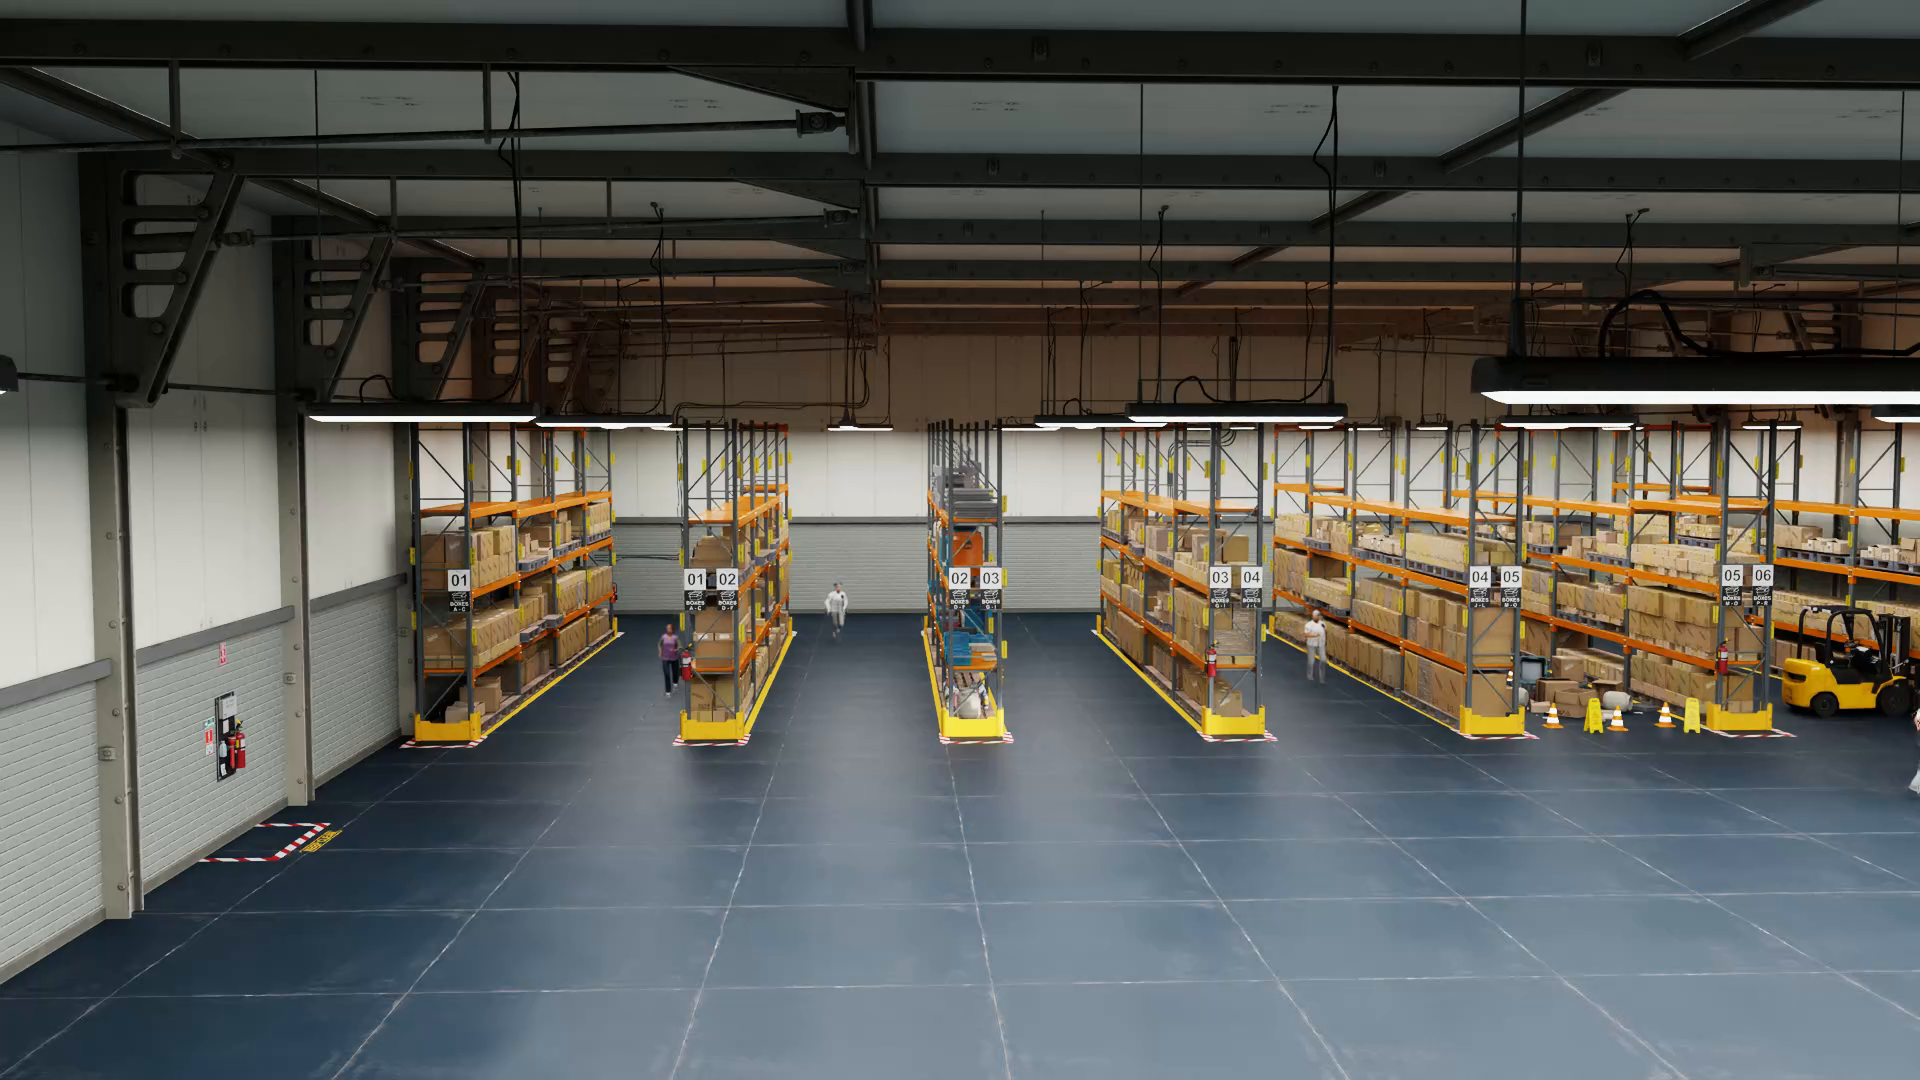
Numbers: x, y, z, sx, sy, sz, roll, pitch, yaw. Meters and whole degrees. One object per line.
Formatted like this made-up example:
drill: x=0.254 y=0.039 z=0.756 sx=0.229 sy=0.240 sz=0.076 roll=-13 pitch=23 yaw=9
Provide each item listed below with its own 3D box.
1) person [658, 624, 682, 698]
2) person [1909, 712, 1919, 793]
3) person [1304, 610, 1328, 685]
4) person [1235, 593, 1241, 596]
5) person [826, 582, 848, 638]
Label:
person: x=-6.311 y=2.609 z=36.188 sx=0.546 sy=1.572 sz=0.841 roll=0 pitch=4 yaw=-5
person: x=15.208 y=3.187 z=25.864 sx=0.785 sy=1.851 sz=0.633 roll=3 pitch=5 yaw=40
person: x=8.170 y=2.462 z=38.120 sx=0.576 sy=1.712 sz=0.716 roll=0 pitch=4 yaw=-2
person: x=7.709 y=1.887 z=46.856 sx=0.701 sy=1.743 sz=0.635 roll=1 pitch=4 yaw=19
person: x=-3.343 y=1.916 z=45.412 sx=0.604 sy=1.549 sz=0.569 roll=-1 pitch=4 yaw=-15
